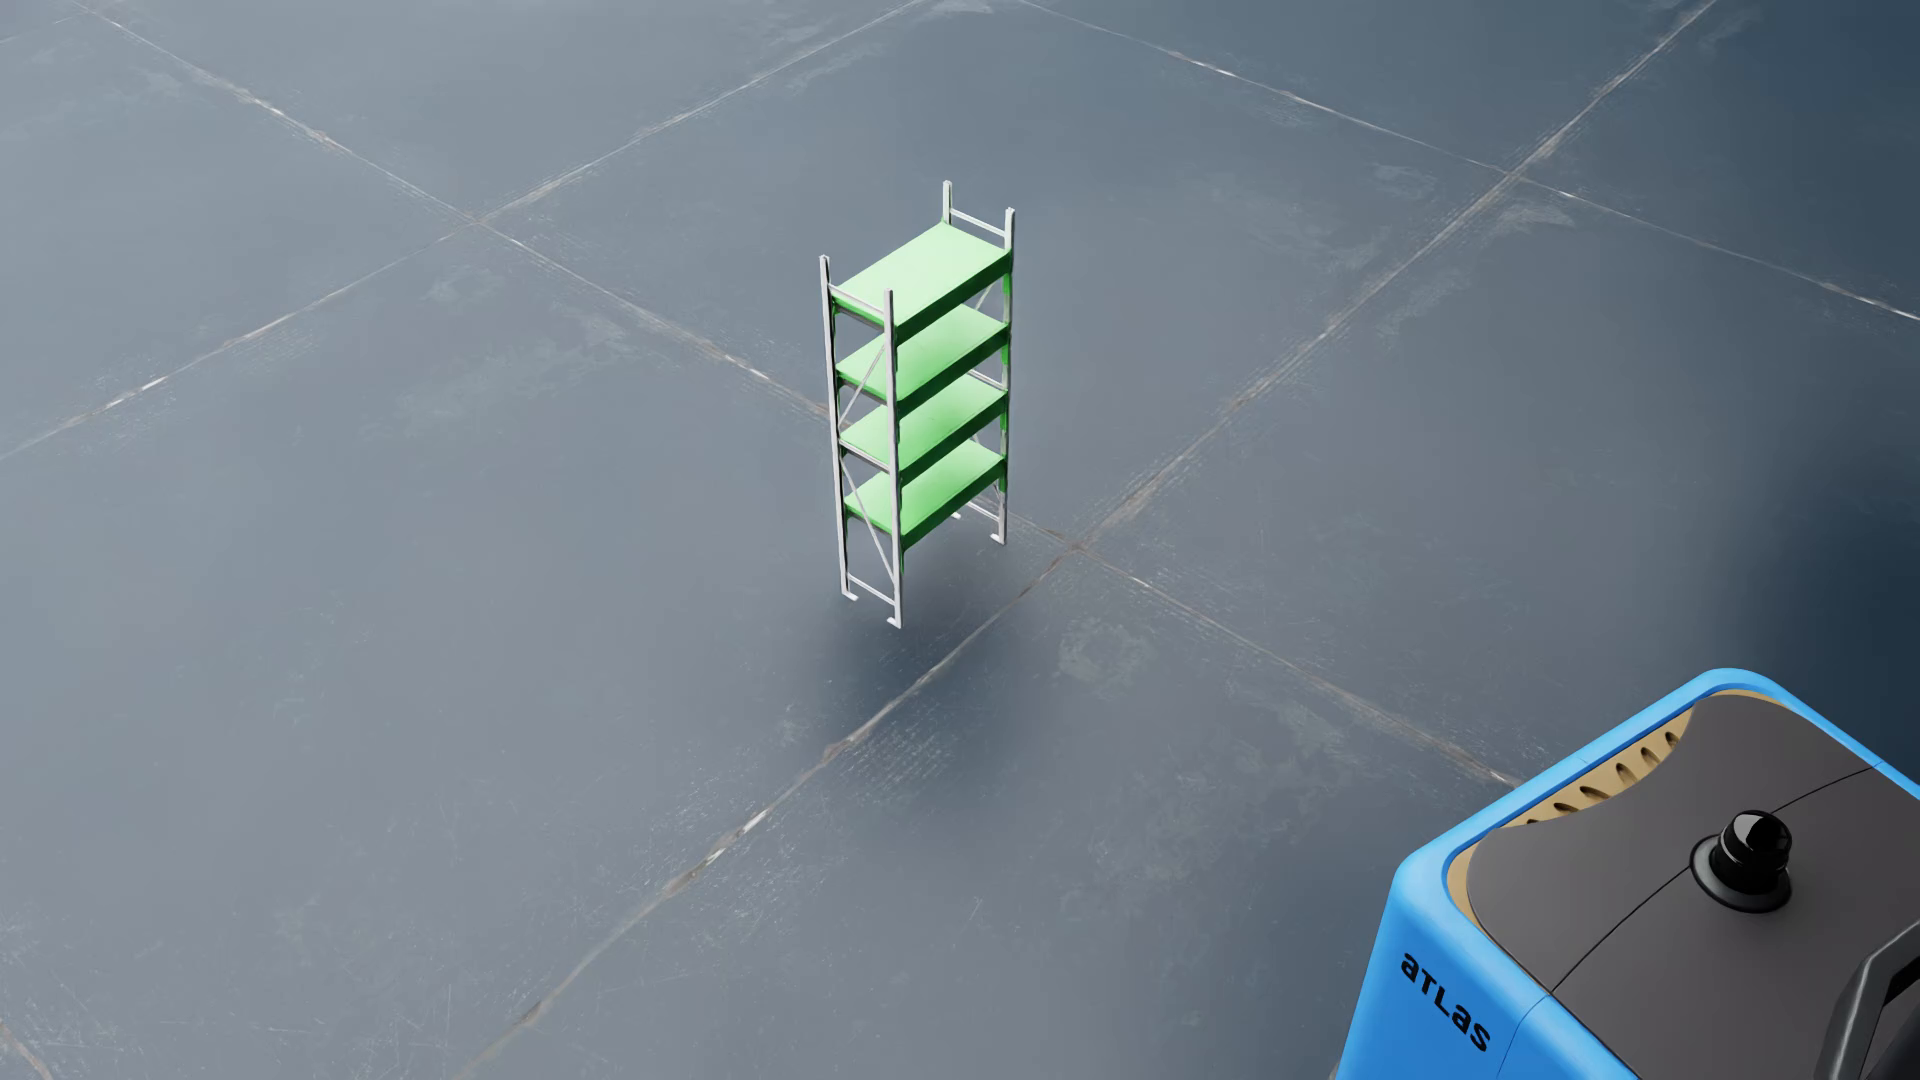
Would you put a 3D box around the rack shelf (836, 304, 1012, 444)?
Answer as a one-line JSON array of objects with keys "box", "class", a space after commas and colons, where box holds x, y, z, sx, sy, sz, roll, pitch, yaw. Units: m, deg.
[{"box": [-0.107, -0.489, 4.634, 0.258, 0.148, 0.480, 29, 50, 28], "class": "rack shelf"}]

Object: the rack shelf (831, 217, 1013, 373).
[{"box": [-0.107, -0.667, 4.473, 0.258, 0.148, 0.480, 29, 50, 28], "class": "rack shelf"}]

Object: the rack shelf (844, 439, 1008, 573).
[{"box": [-0.107, -0.134, 4.957, 0.258, 0.148, 0.480, 29, 50, 28], "class": "rack shelf"}]

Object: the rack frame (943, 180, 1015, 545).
[{"box": [0.050, -0.484, 4.891, 0.240, 1.200, 0.015, 29, 50, 28], "class": "rack frame"}]

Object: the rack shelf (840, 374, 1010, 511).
[{"box": [-0.107, -0.311, 4.796, 0.258, 0.148, 0.480, 29, 50, 28], "class": "rack shelf"}]

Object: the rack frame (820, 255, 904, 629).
[{"box": [-0.264, -0.233, 4.614, 0.240, 1.200, 0.015, 29, 50, 28], "class": "rack frame"}]

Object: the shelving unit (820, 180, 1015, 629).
[{"box": [-0.107, -0.359, 4.753, 0.258, 1.200, 0.503, 29, 50, 28], "class": "shelving unit"}]

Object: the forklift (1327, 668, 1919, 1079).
[{"box": [2.002, 0.953, 2.023, 1.130, 2.935, 3.031, -24, 47, -24], "class": "forklift"}]
